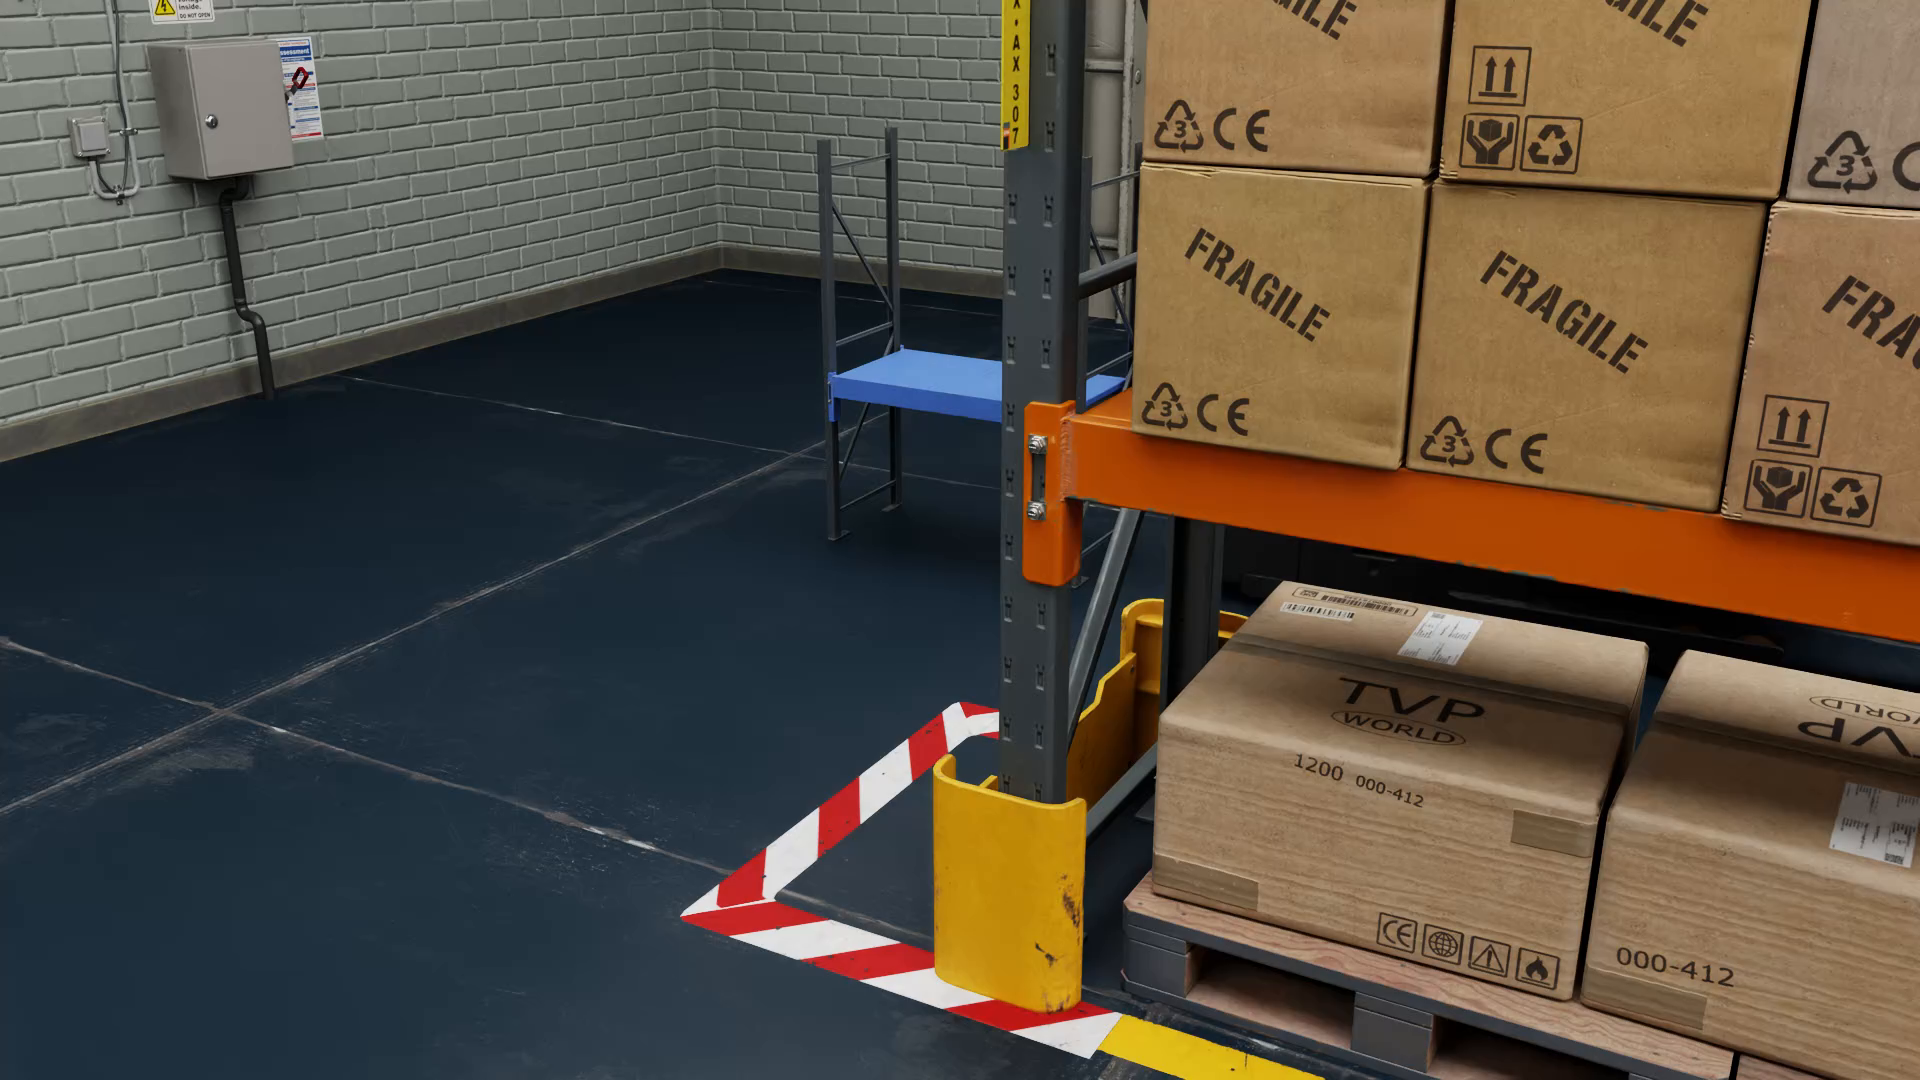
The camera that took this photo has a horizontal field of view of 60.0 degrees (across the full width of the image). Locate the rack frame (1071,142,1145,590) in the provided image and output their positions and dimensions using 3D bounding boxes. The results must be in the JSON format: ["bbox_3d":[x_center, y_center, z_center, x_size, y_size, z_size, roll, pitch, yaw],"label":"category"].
[{"bbox_3d":[0.518,-0.606,5.837,0.032,1.500,0.500,11,23,27],"label":"rack frame"}]

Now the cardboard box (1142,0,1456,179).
[{"bbox_3d":[0.655,-0.936,2.935,0.500,0.500,0.500,10,22,26],"label":"cardboard box"}]

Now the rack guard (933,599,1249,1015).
[{"bbox_3d":[0.354,0.587,4.013,0.348,0.500,1.175,11,23,27],"label":"rack guard"}]

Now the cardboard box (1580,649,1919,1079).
[{"bbox_3d":[1.803,0.653,3.308,0.875,0.438,0.875,11,23,29],"label":"cardboard box"}]

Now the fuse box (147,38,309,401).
[{"bbox_3d":[-3.407,-1.510,8.019,0.414,1.711,0.539,11,23,27],"label":"fuse box"}]

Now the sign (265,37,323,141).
[{"bbox_3d":[-3.347,-2.253,8.316,0.001,0.494,0.329,11,23,27],"label":"sign"}]

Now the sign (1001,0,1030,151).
[{"bbox_3d":[0.099,-0.864,2.962,0.005,0.325,0.100,11,23,27],"label":"sign"}]

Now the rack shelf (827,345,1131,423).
[{"bbox_3d":[0.074,-0.522,6.132,1.000,0.185,0.538,11,23,27],"label":"rack shelf"}]

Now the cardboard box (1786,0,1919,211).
[{"bbox_3d":[1.563,-0.769,2.474,0.500,0.500,0.500,11,22,27],"label":"cardboard box"}]

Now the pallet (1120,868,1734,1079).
[{"bbox_3d":[1.111,0.837,3.749,1.213,0.211,1.003,11,23,27],"label":"pallet"}]

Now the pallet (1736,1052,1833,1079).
[{"bbox_3d":[2.172,1.040,3.189,1.213,0.211,1.003,11,23,27],"label":"pallet"}]

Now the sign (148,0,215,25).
[{"bbox_3d":[-3.615,-2.522,7.708,0.001,0.242,0.339,11,23,27],"label":"sign"}]

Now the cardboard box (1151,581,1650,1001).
[{"bbox_3d":[1.000,0.503,3.721,0.875,0.438,0.875,10,22,25],"label":"cardboard box"}]

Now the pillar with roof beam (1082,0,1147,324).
[{"bbox_3d":[-1.221,-4.318,5.071,0.400,9.000,9.100,11,23,27],"label":"pillar with roof beam"}]

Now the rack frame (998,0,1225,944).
[{"bbox_3d":[0.375,-0.584,3.576,0.127,3.000,1.000,11,23,27],"label":"rack frame"}]

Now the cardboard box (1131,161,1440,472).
[{"bbox_3d":[0.654,-0.466,3.103,0.500,0.500,0.500,11,22,27],"label":"cardboard box"}]

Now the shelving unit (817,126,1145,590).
[{"bbox_3d":[0.074,-0.691,6.070,1.048,1.500,0.538,11,23,27],"label":"shelving unit"}]

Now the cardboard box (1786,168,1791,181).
[{"bbox_3d":[1.356,-0.542,3.313,0.500,0.500,0.500,10,22,26],"label":"cardboard box"}]

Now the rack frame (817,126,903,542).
[{"bbox_3d":[-0.369,-0.775,6.303,0.032,1.500,0.500,11,23,27],"label":"rack frame"}]

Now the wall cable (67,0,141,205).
[{"bbox_3d":[-3.877,-2.416,7.138,0.122,1.984,0.588,11,23,27],"label":"wall cable"}]

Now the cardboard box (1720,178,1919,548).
[{"bbox_3d":[1.545,-0.300,2.646,0.500,0.500,0.500,11,22,27],"label":"cardboard box"}]

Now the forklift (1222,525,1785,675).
[{"bbox_3d":[2.396,-1.123,5.162,3.031,2.935,1.130,9,22,24],"label":"forklift"}]

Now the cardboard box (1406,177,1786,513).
[{"bbox_3d":[1.109,-0.390,2.894,0.500,0.500,0.500,10,22,27],"label":"cardboard box"}]

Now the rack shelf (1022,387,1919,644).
[{"bbox_3d":[2.121,0.087,2.782,4.000,0.370,1.077,11,23,27],"label":"rack shelf"}]

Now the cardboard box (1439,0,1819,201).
[{"bbox_3d":[1.110,-0.853,2.704,0.500,0.500,0.500,10,22,26],"label":"cardboard box"}]
